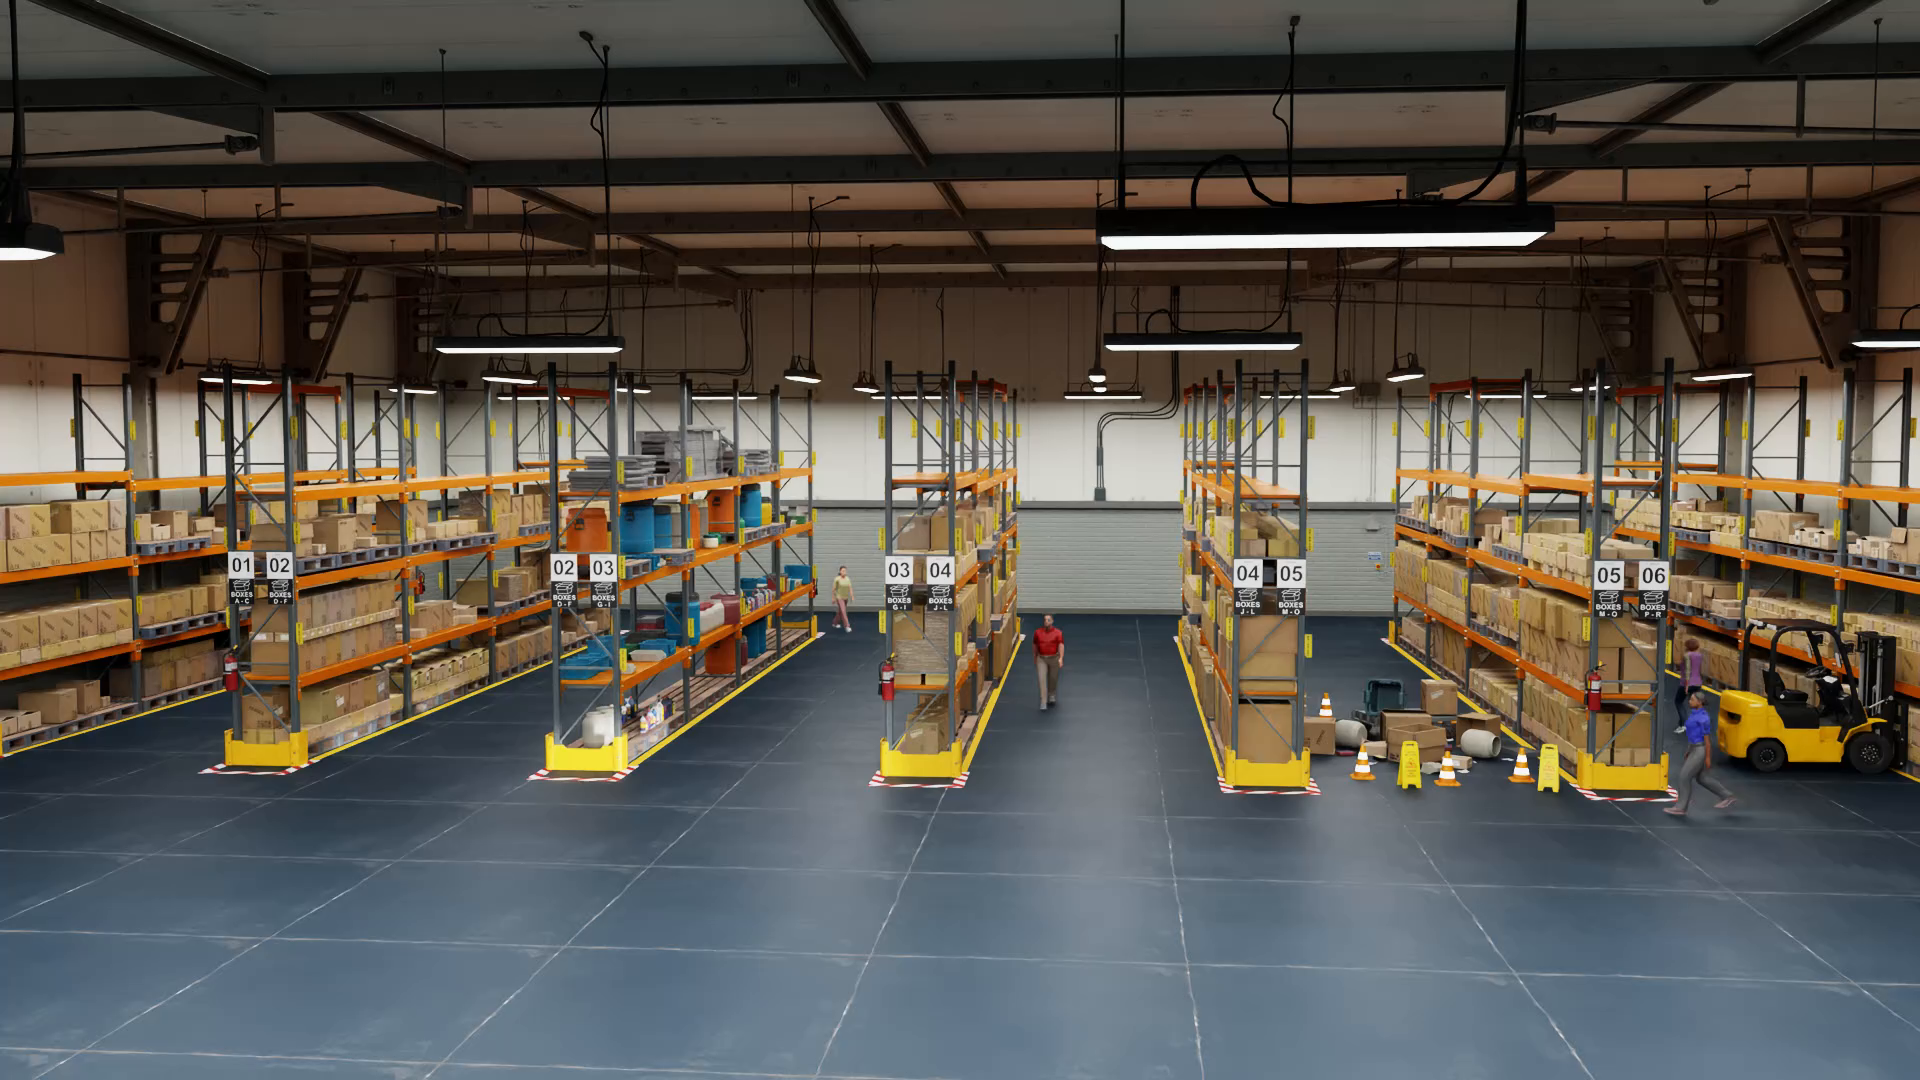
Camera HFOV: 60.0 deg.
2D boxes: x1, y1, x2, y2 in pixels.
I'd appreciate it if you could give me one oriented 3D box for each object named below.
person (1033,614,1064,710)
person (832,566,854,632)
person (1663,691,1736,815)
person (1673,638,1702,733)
[{"bbox_3d":[1.597,2.176,30.017,0.560,1.661,1.078,0,4,2],"label":"person"},{"bbox_3d":[-2.906,1.447,41.405,0.458,1.598,1.097,-3,5,-37],"label":"person"},{"bbox_3d":[9.642,2.763,21.609,0.965,1.610,0.446,0,4,5],"label":"person"},{"bbox_3d":[12.018,2.410,27.260,0.418,1.597,0.495,-1,4,-12],"label":"person"}]
